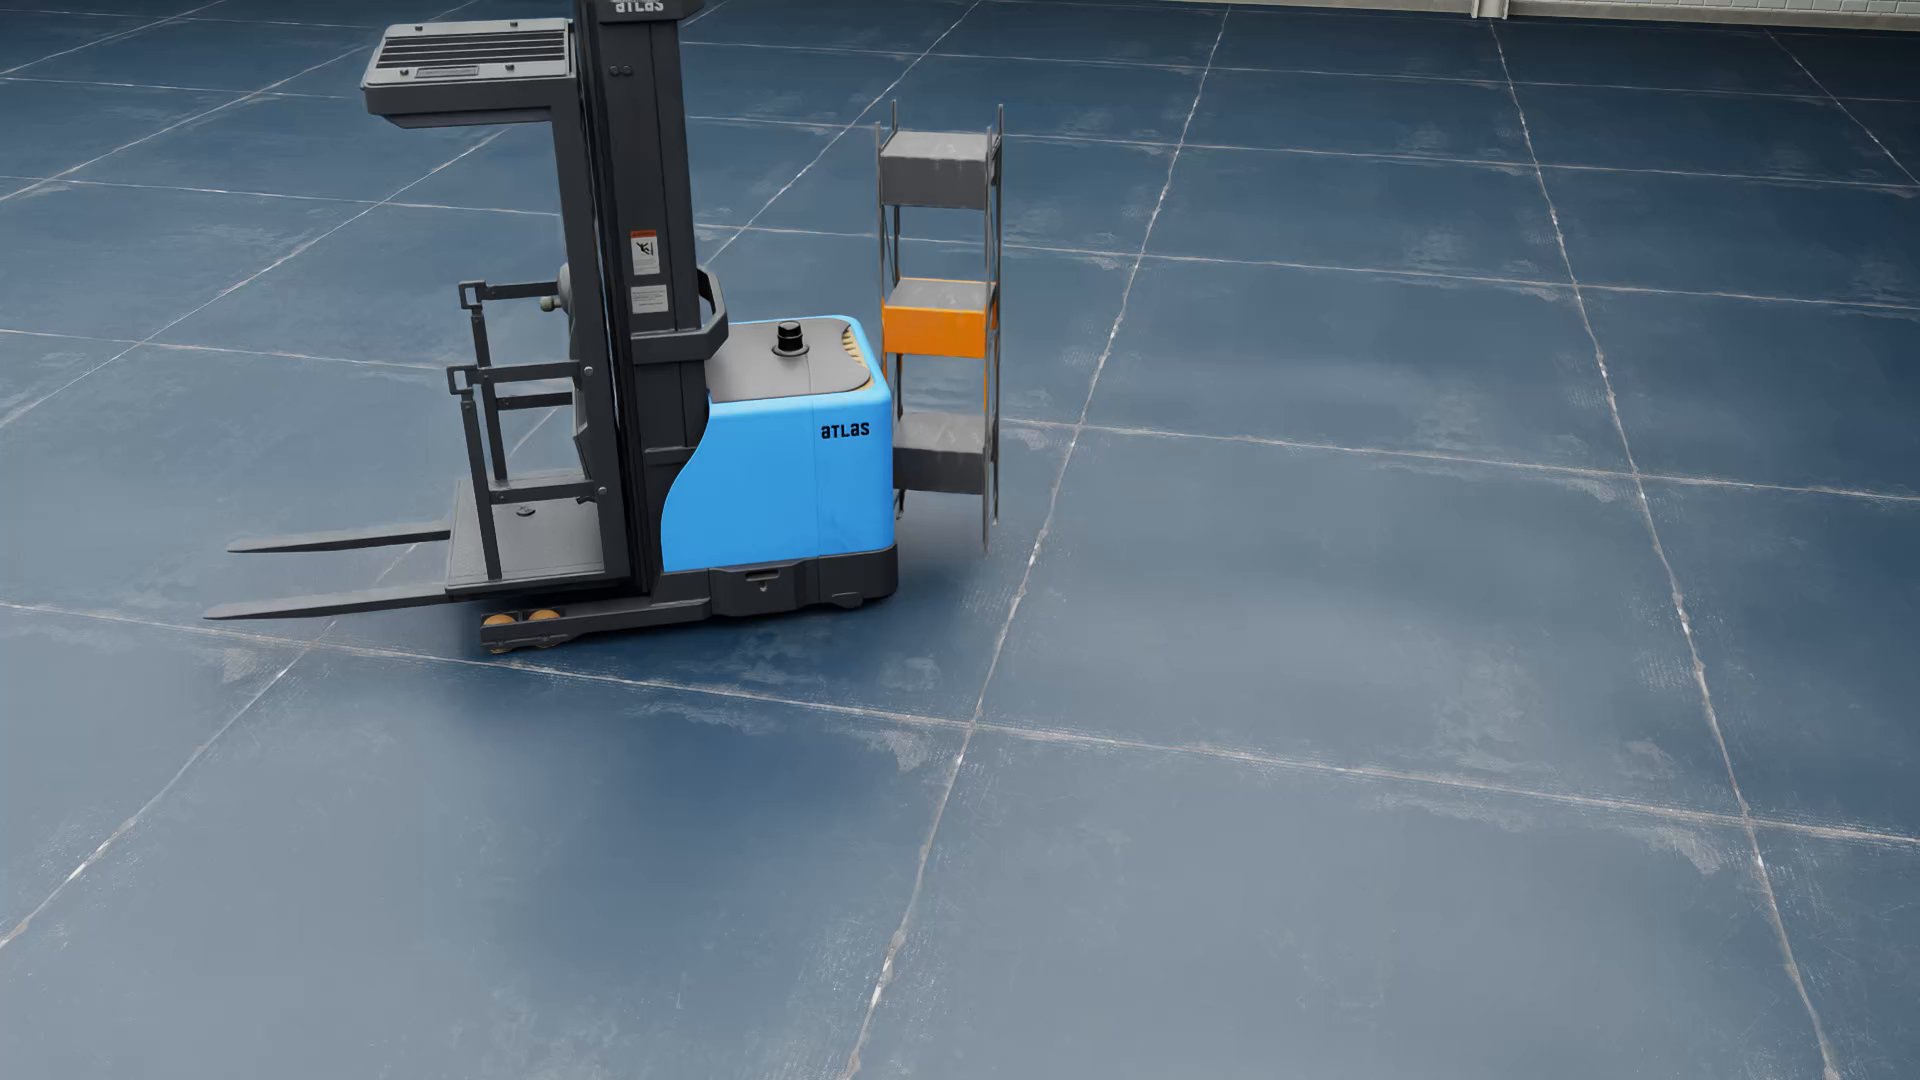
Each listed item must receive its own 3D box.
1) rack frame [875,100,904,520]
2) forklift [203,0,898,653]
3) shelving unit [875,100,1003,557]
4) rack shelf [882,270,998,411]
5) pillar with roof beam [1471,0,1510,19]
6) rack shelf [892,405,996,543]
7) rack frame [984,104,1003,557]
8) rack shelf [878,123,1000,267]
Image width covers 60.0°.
[{"bbox_3d":[-0.327,-0.971,7.838,0.015,2.100,0.400,4,29,8],"label":"rack frame"},{"bbox_3d":[-1.858,-1.065,7.142,3.031,2.935,1.130,-6,29,-11],"label":"forklift"},{"bbox_3d":[-0.086,-0.953,7.804,0.503,2.100,0.431,4,29,8],"label":"shelving unit"},{"bbox_3d":[-0.086,-0.941,7.810,0.480,0.518,0.431,4,29,8],"label":"rack shelf"},{"bbox_3d":[5.285,-8.057,13.596,0.400,9.000,9.100,6,29,11],"label":"pillar with roof beam"},{"bbox_3d":[-0.086,-0.327,8.146,0.480,0.518,0.431,4,29,8],"label":"rack shelf"},{"bbox_3d":[0.155,-0.934,7.770,0.015,2.100,0.400,4,29,8],"label":"rack frame"},{"bbox_3d":[-0.086,-1.555,7.474,0.480,0.518,0.431,4,29,8],"label":"rack shelf"}]
